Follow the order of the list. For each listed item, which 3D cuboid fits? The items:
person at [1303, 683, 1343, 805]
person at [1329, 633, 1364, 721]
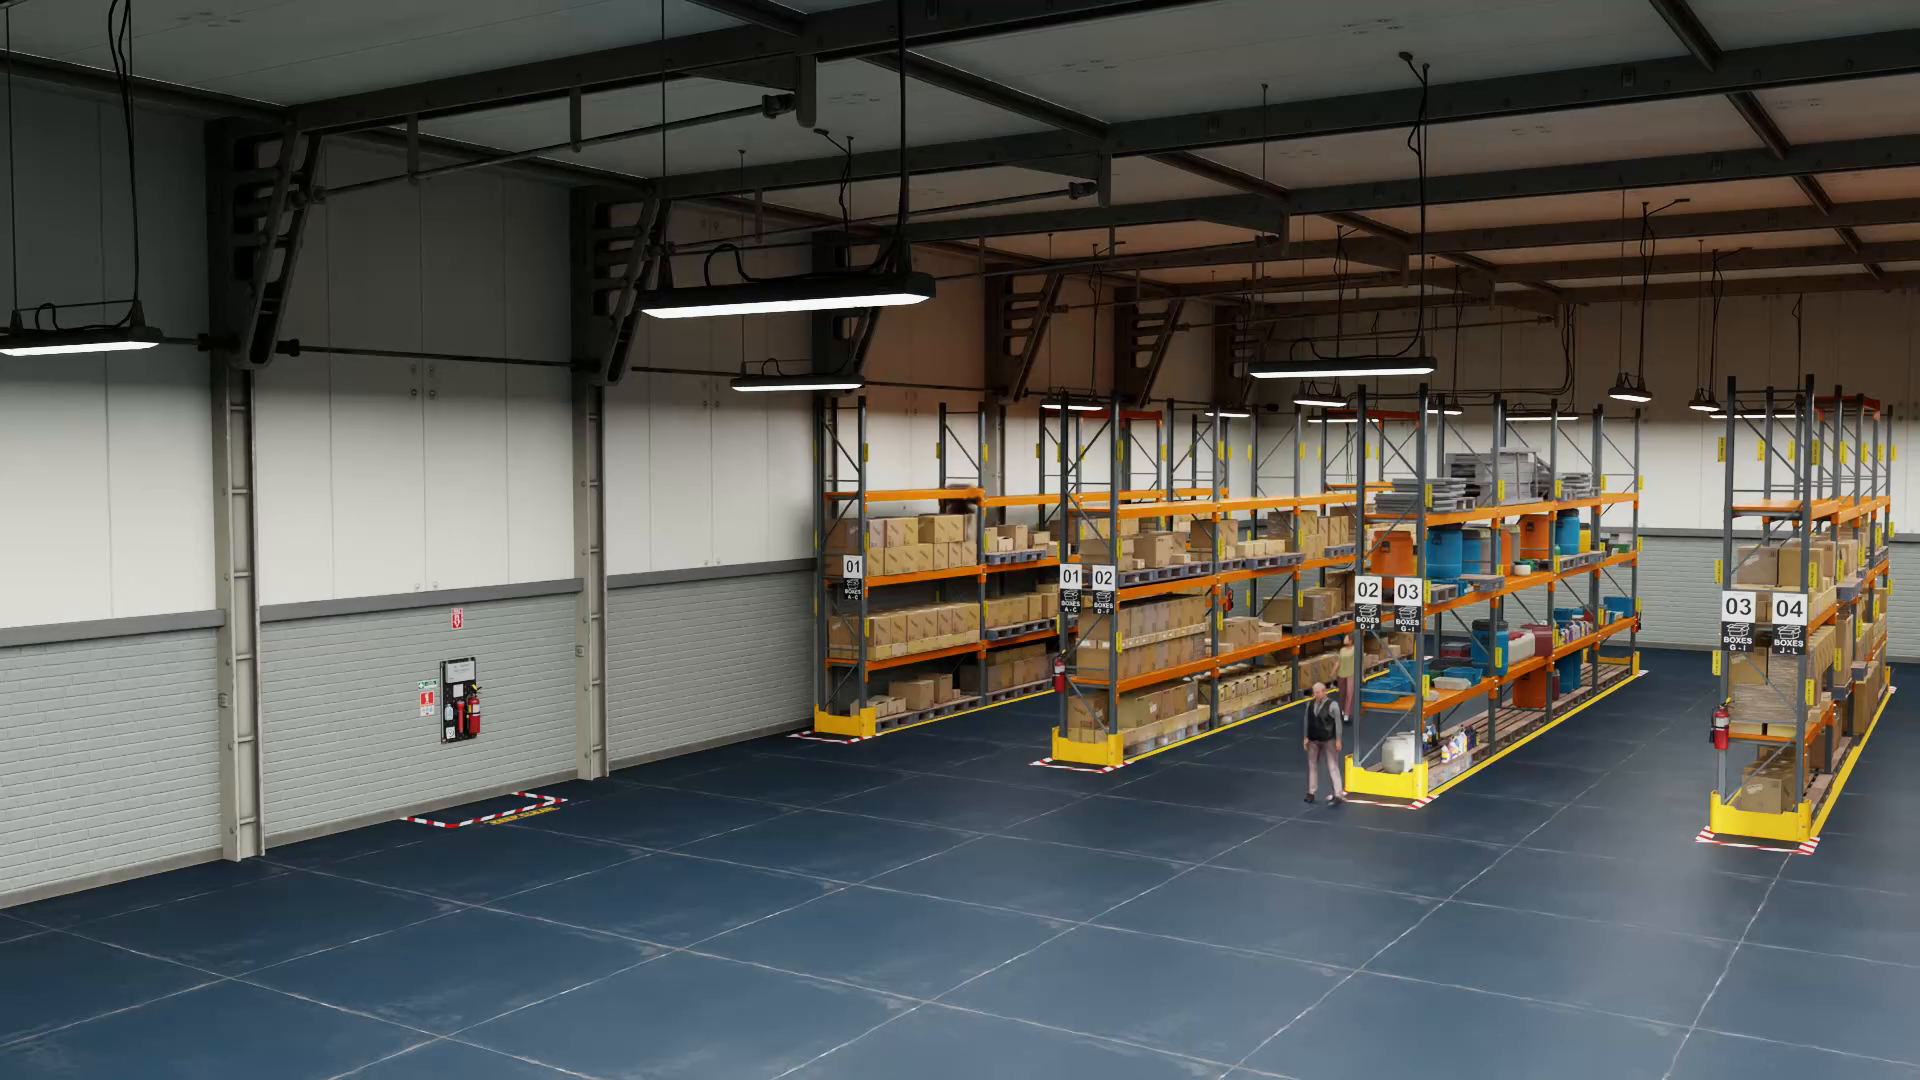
[{"bbox_3d":[5.167,2.985,23.756,0.610,1.529,0.421,2,4,39],"label":"person"},{"bbox_3d":[7.249,2.548,31.167,0.617,1.620,1.015,1,3,24],"label":"person"}]
